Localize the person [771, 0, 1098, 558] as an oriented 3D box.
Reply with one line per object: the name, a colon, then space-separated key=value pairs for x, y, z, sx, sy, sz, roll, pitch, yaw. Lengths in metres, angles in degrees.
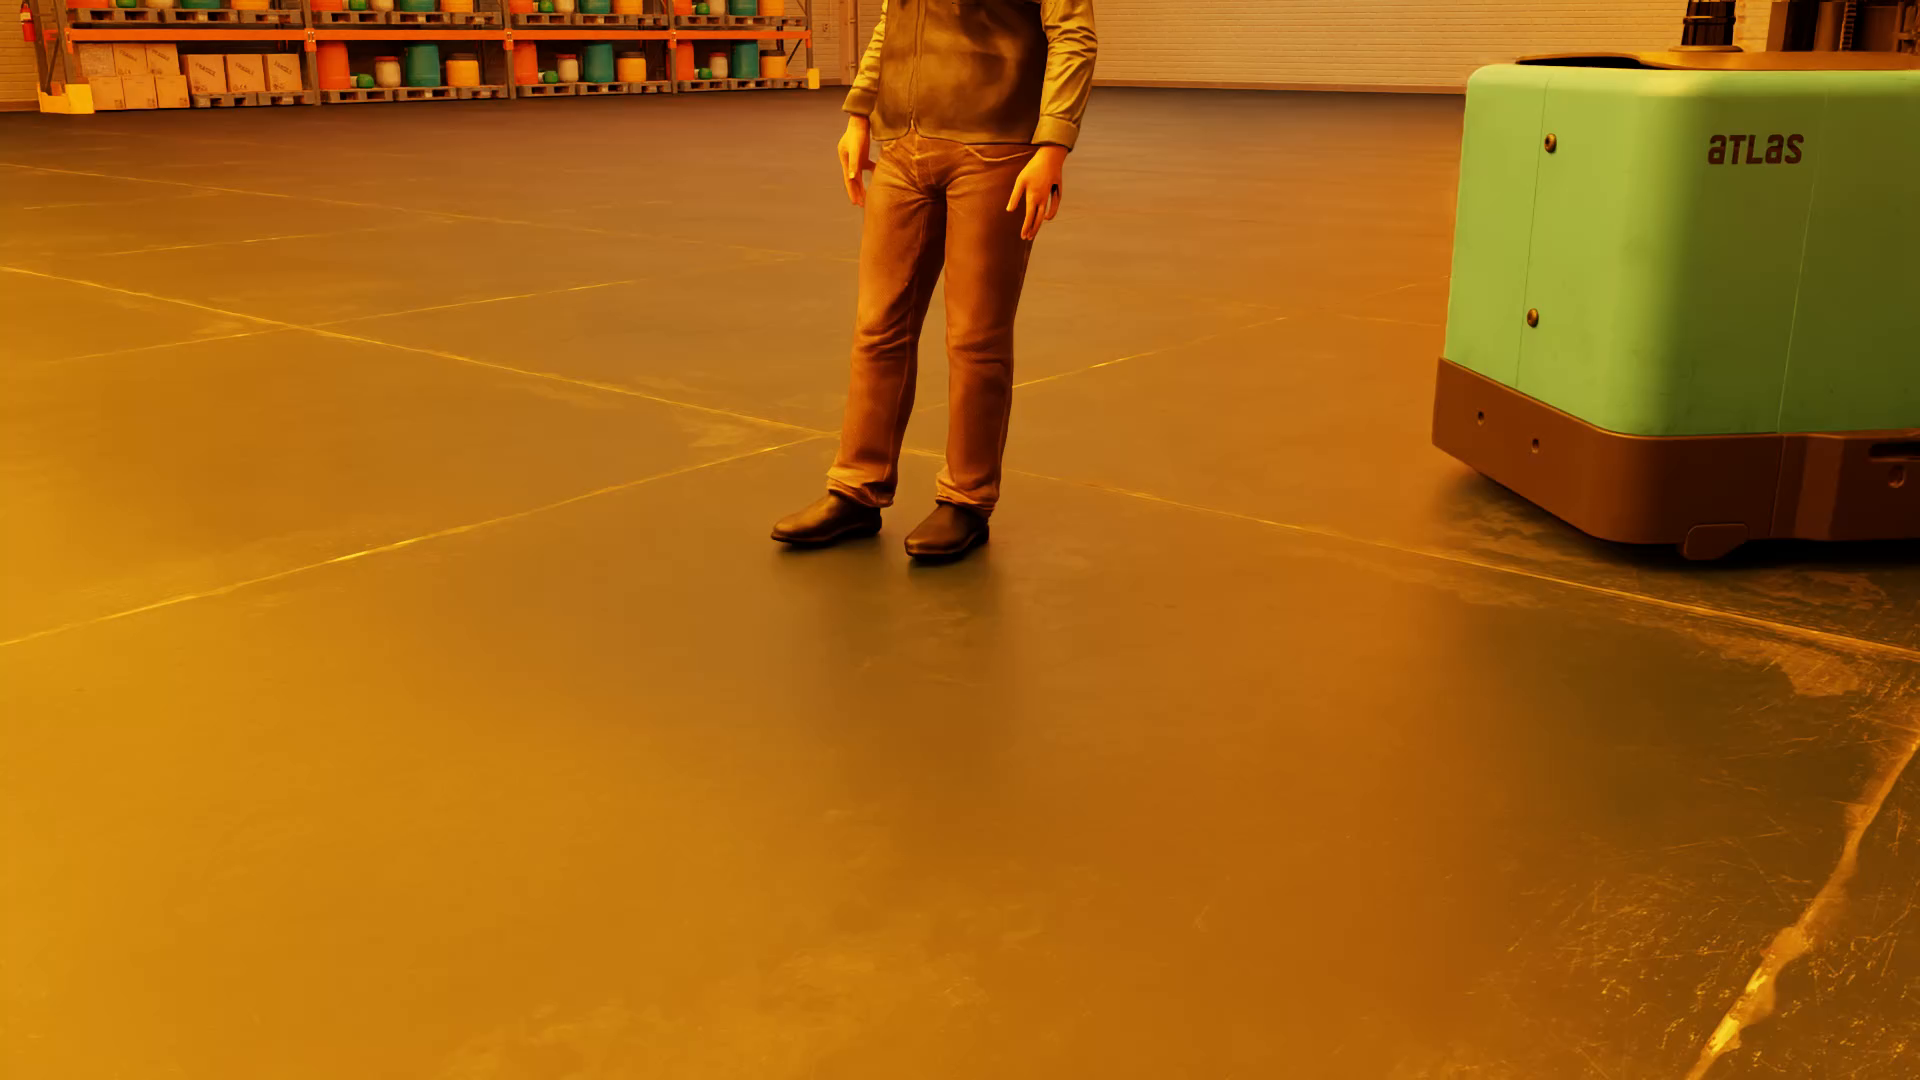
person: x=-0.046 y=-0.818 z=3.648 sx=0.633 sy=1.722 sz=0.566 roll=13 pitch=21 yaw=37

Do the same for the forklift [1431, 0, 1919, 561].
forklift: x=2.852 y=-1.529 z=3.934 sx=3.031 sy=2.935 sz=1.130 roll=-2 pitch=17 yaw=-7
